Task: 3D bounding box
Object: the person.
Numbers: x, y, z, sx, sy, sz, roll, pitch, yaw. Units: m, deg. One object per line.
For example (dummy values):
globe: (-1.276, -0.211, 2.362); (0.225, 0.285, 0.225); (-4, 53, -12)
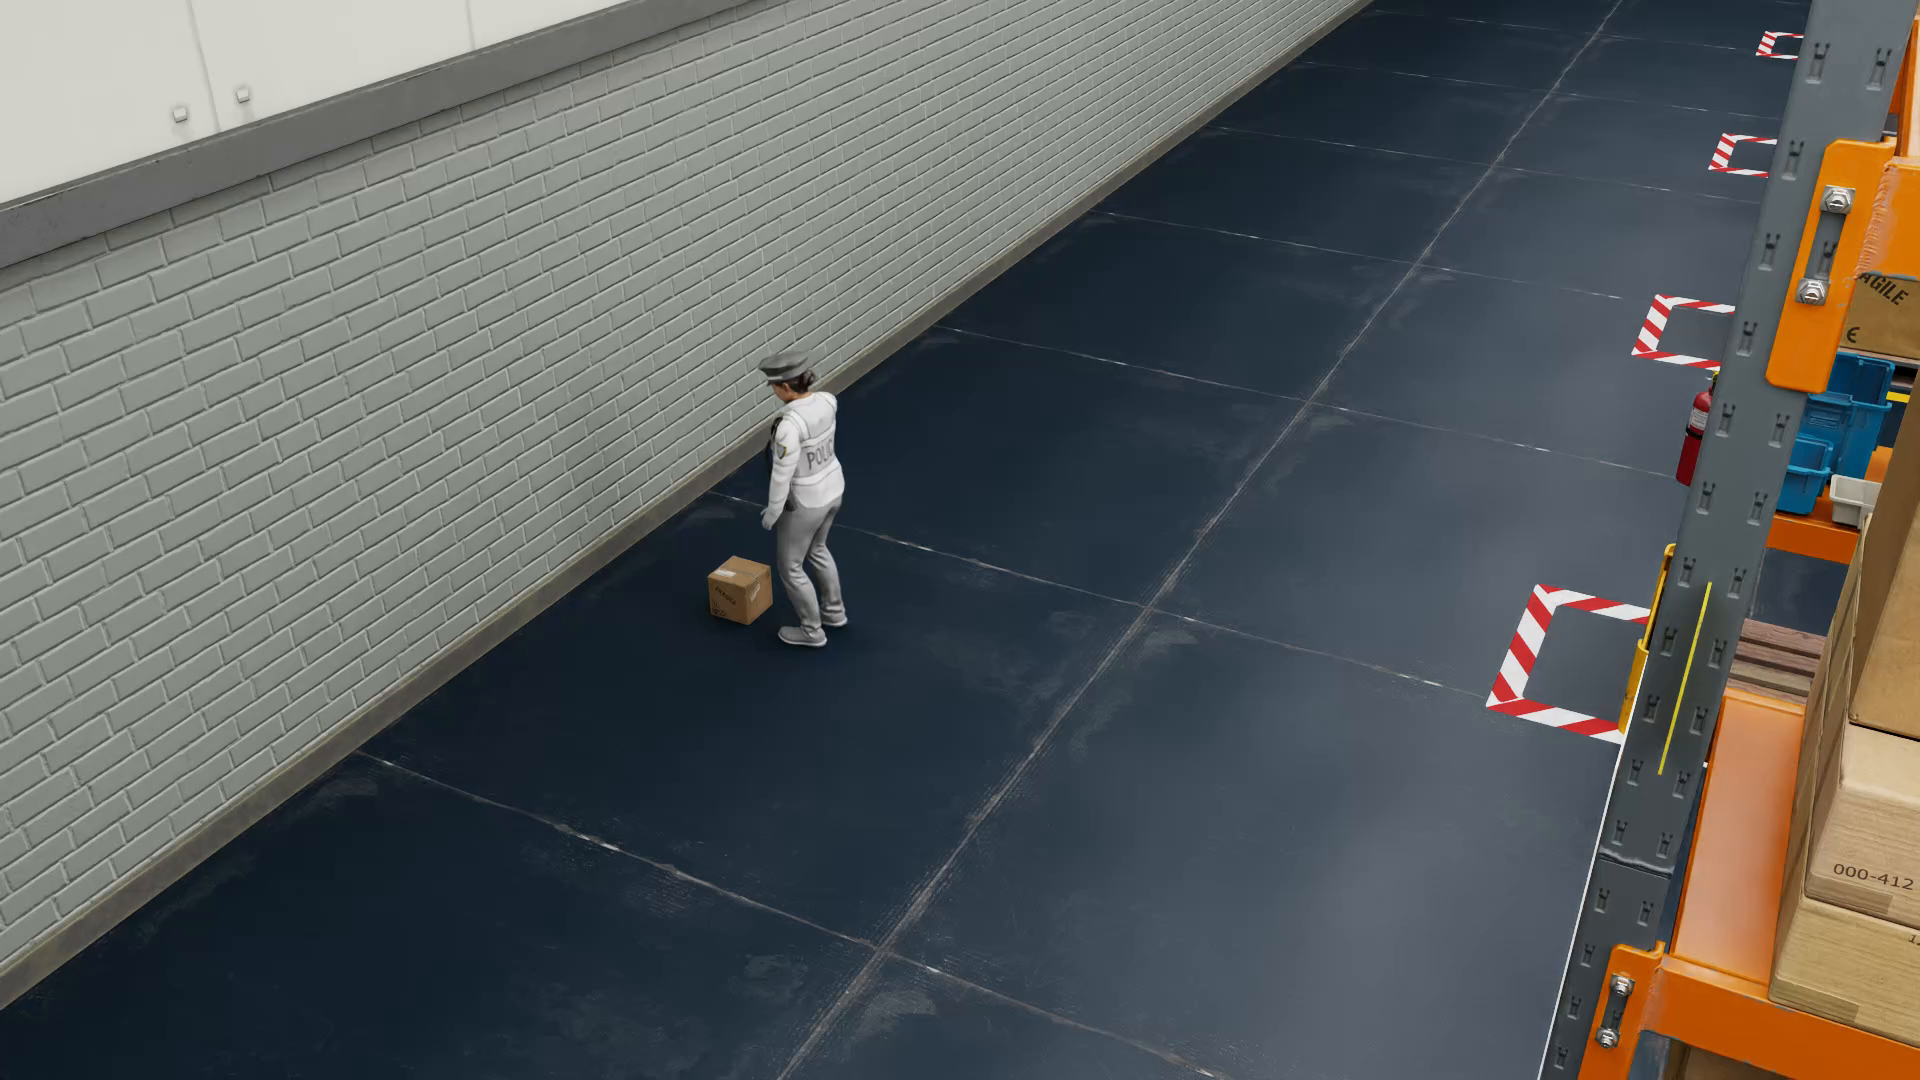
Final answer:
person: (-0.817, -0.199, 8.651); (0.381, 1.653, 0.485); (15, 34, 24)
